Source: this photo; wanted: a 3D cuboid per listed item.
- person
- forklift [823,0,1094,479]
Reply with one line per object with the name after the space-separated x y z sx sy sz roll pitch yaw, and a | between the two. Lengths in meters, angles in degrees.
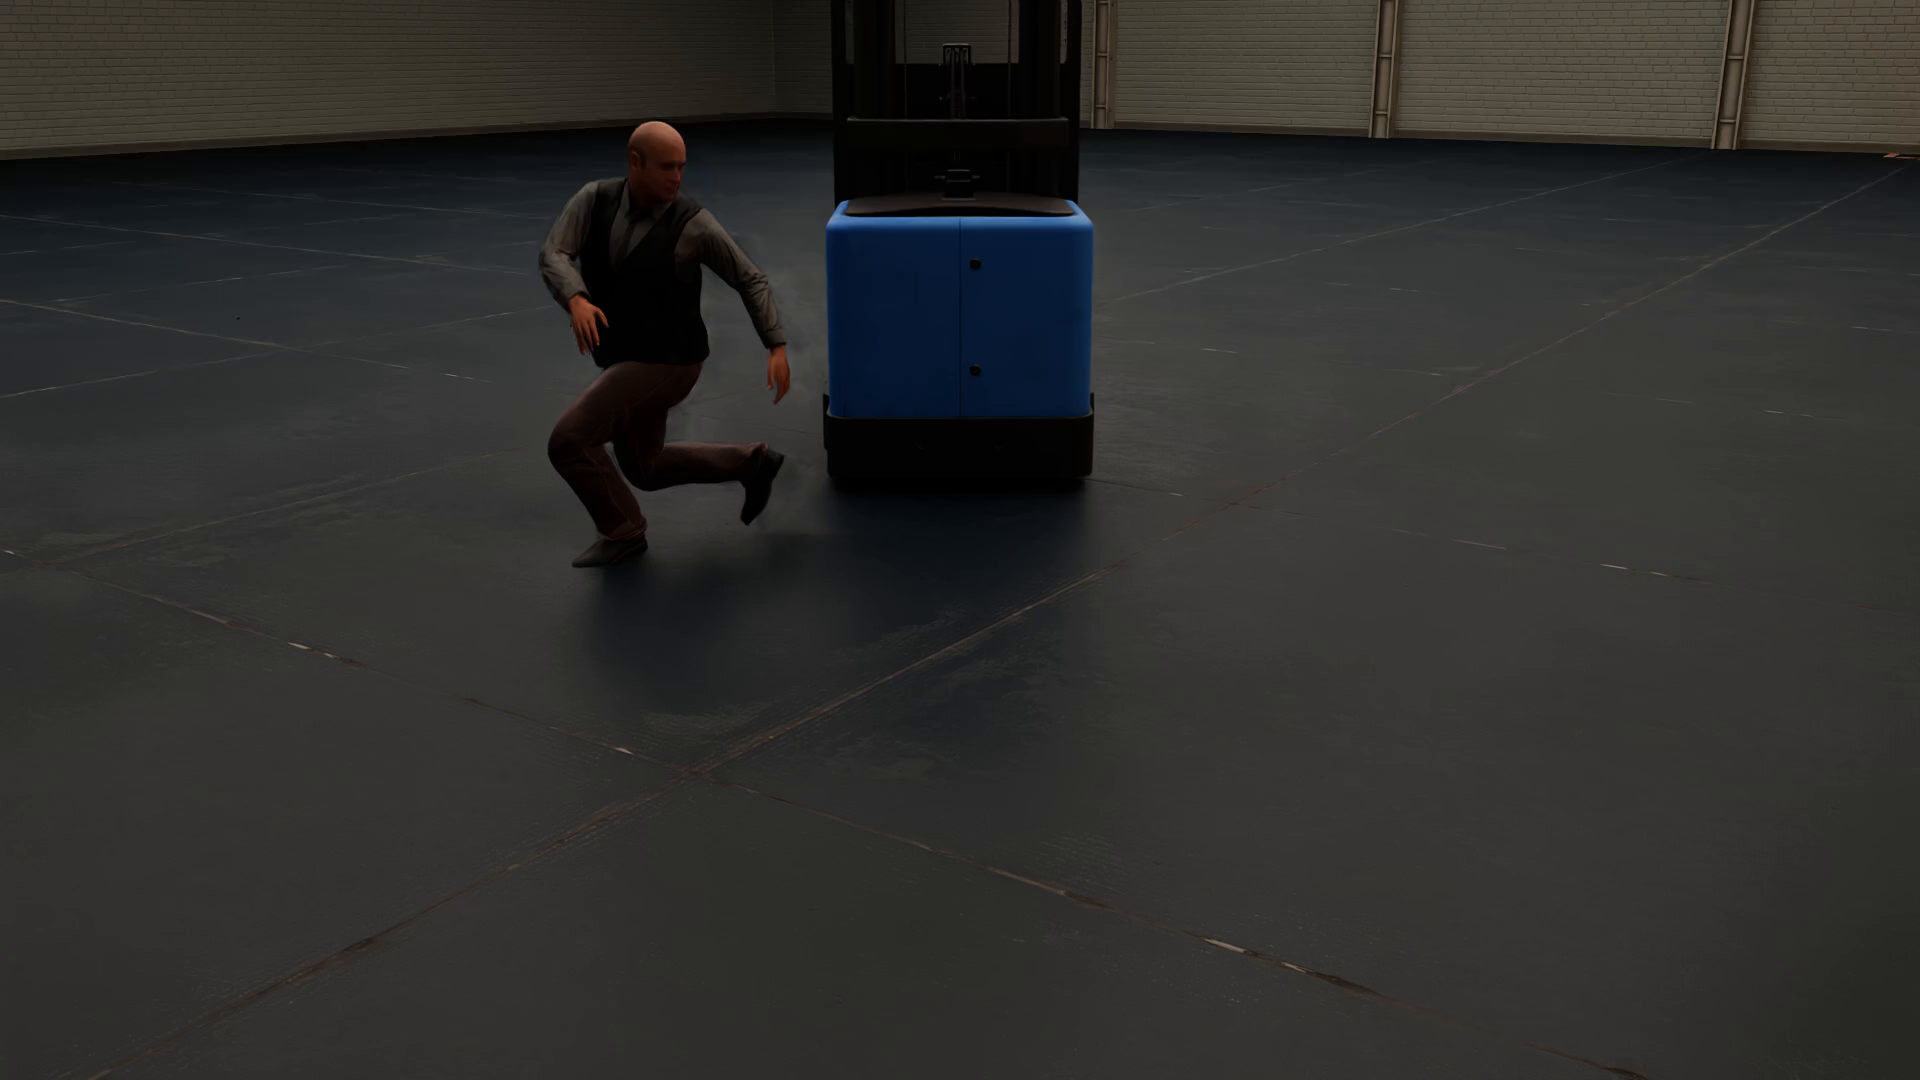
-0.981 -0.652 5.631 0.884 1.498 0.639 -15 22 -41 | person
-0.020 -2.010 7.555 1.130 2.935 3.031 0 17 -1 | forklift
